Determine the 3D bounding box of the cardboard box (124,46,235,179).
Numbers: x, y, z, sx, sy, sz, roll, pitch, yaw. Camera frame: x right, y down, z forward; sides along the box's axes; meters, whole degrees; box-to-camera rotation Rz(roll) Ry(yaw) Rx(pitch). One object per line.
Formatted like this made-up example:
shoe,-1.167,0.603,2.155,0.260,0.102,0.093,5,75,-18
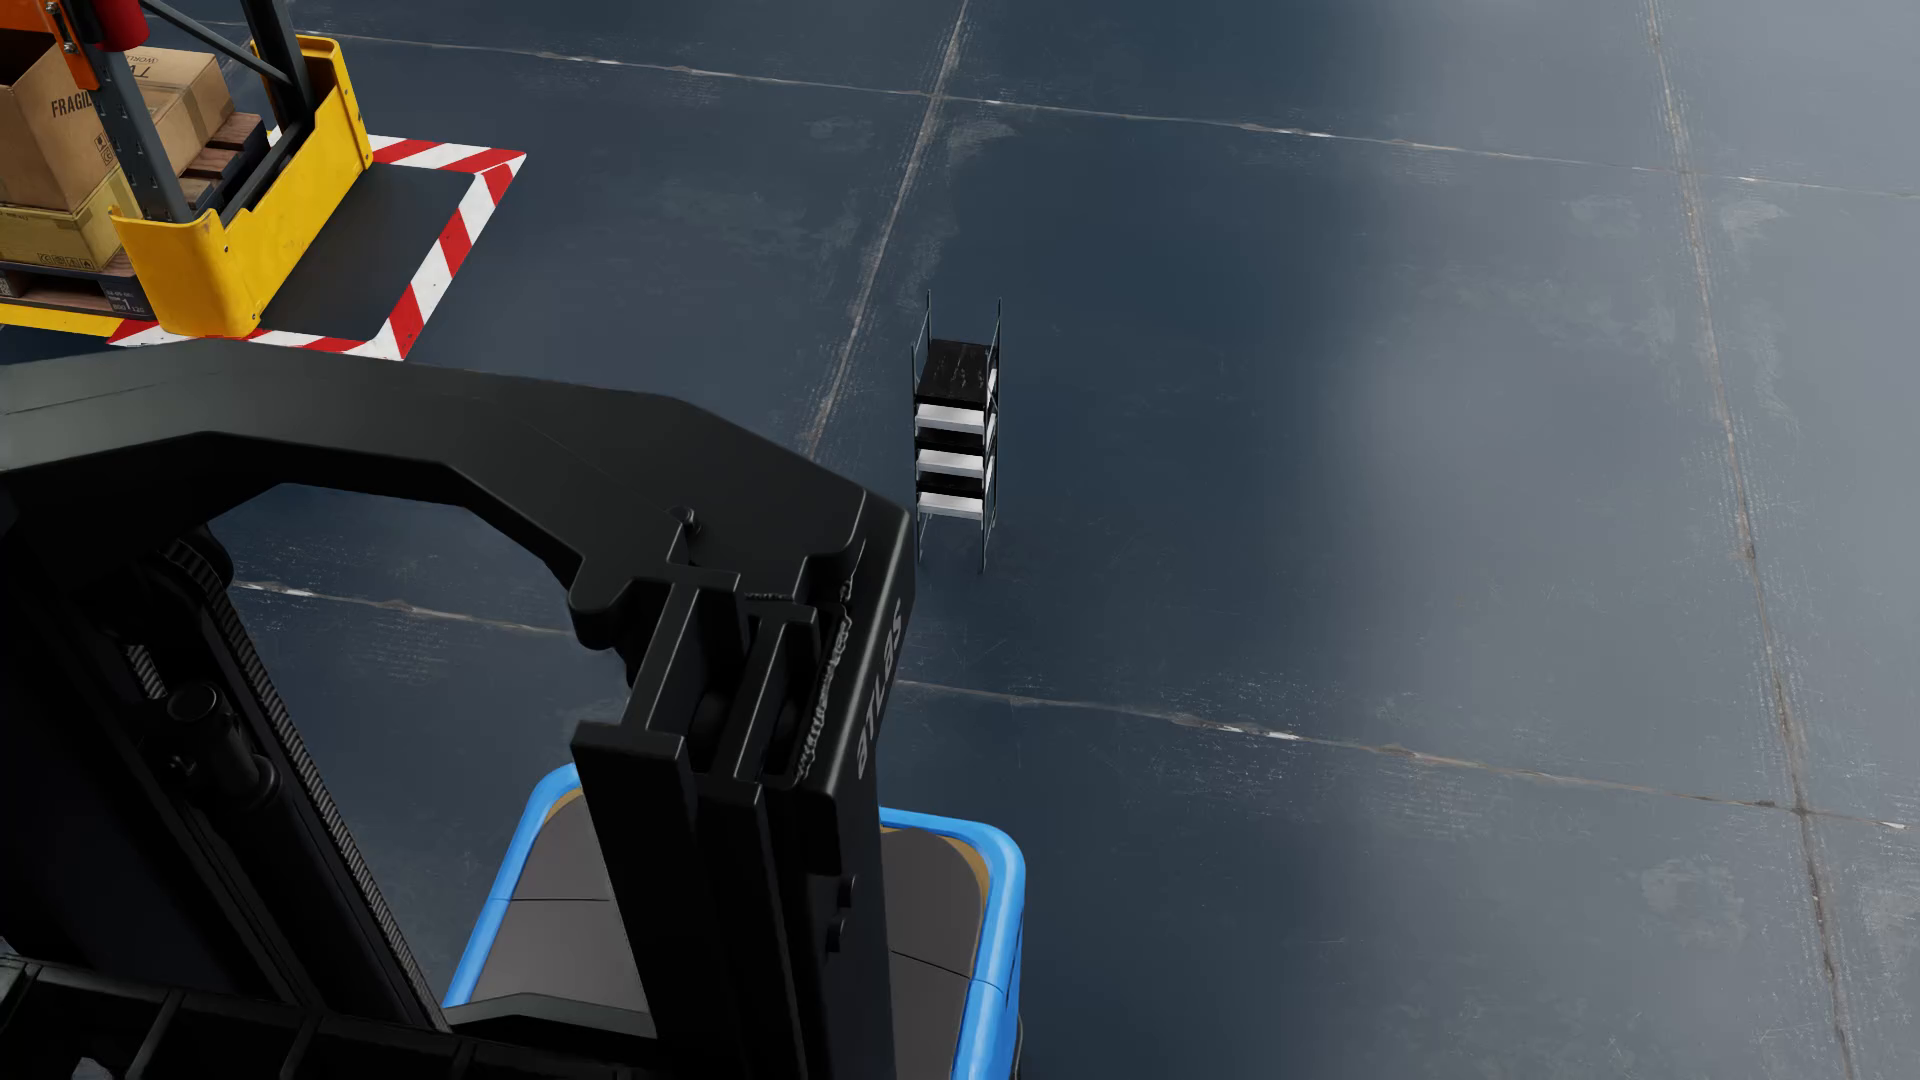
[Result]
cardboard box,-3.106,-1.608,6.244,0.500,0.250,0.500,8,49,7

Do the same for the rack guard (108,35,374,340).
rack guard,-2.594,-1.314,6.095,0.348,0.500,1.175,8,49,7

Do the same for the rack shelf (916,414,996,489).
rack shelf,-0.008,-0.280,4.941,0.200,0.077,0.258,8,49,7

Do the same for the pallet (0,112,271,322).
pallet,-3.378,-1.291,6.268,1.213,0.211,1.003,8,49,7

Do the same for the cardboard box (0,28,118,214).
cardboard box,-3.198,-1.478,5.623,0.500,0.500,0.500,8,49,7

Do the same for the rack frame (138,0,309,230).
rack frame,-2.618,-2.150,5.166,0.053,2.616,0.949,8,49,7

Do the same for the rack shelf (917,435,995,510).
rack shelf,-0.008,-0.219,5.008,0.200,0.077,0.258,8,49,7

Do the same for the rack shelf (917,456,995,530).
rack shelf,-0.008,-0.159,5.075,0.200,0.077,0.258,8,49,7

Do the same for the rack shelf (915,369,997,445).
rack shelf,-0.008,-0.400,4.807,0.200,0.077,0.258,8,49,7

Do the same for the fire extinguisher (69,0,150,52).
fire extinguisher,-2.584,-1.771,4.877,0.183,0.674,0.296,8,49,7

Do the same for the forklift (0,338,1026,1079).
forklift,-0.629,1.327,2.087,1.130,2.935,3.031,8,49,7

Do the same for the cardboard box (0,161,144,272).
cardboard box,-3.198,-1.229,5.904,0.500,0.250,0.500,8,49,7

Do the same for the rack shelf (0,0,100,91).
rack shelf,-4.586,-2.177,5.673,4.000,0.370,1.077,8,49,7

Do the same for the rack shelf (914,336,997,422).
rack shelf,-0.008,-0.460,4.740,0.200,0.077,0.258,8,49,7

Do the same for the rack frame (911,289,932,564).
rack frame,-0.108,-0.315,4.928,0.006,0.900,0.240,8,49,7

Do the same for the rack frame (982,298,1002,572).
rack frame,0.092,-0.288,4.904,0.006,0.900,0.240,8,49,7

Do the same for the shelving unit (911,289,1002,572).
shelving unit,-0.008,-0.302,4.916,0.210,0.900,0.258,8,49,7

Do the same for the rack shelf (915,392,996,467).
rack shelf,-0.008,-0.340,4.874,0.200,0.077,0.258,8,49,7
